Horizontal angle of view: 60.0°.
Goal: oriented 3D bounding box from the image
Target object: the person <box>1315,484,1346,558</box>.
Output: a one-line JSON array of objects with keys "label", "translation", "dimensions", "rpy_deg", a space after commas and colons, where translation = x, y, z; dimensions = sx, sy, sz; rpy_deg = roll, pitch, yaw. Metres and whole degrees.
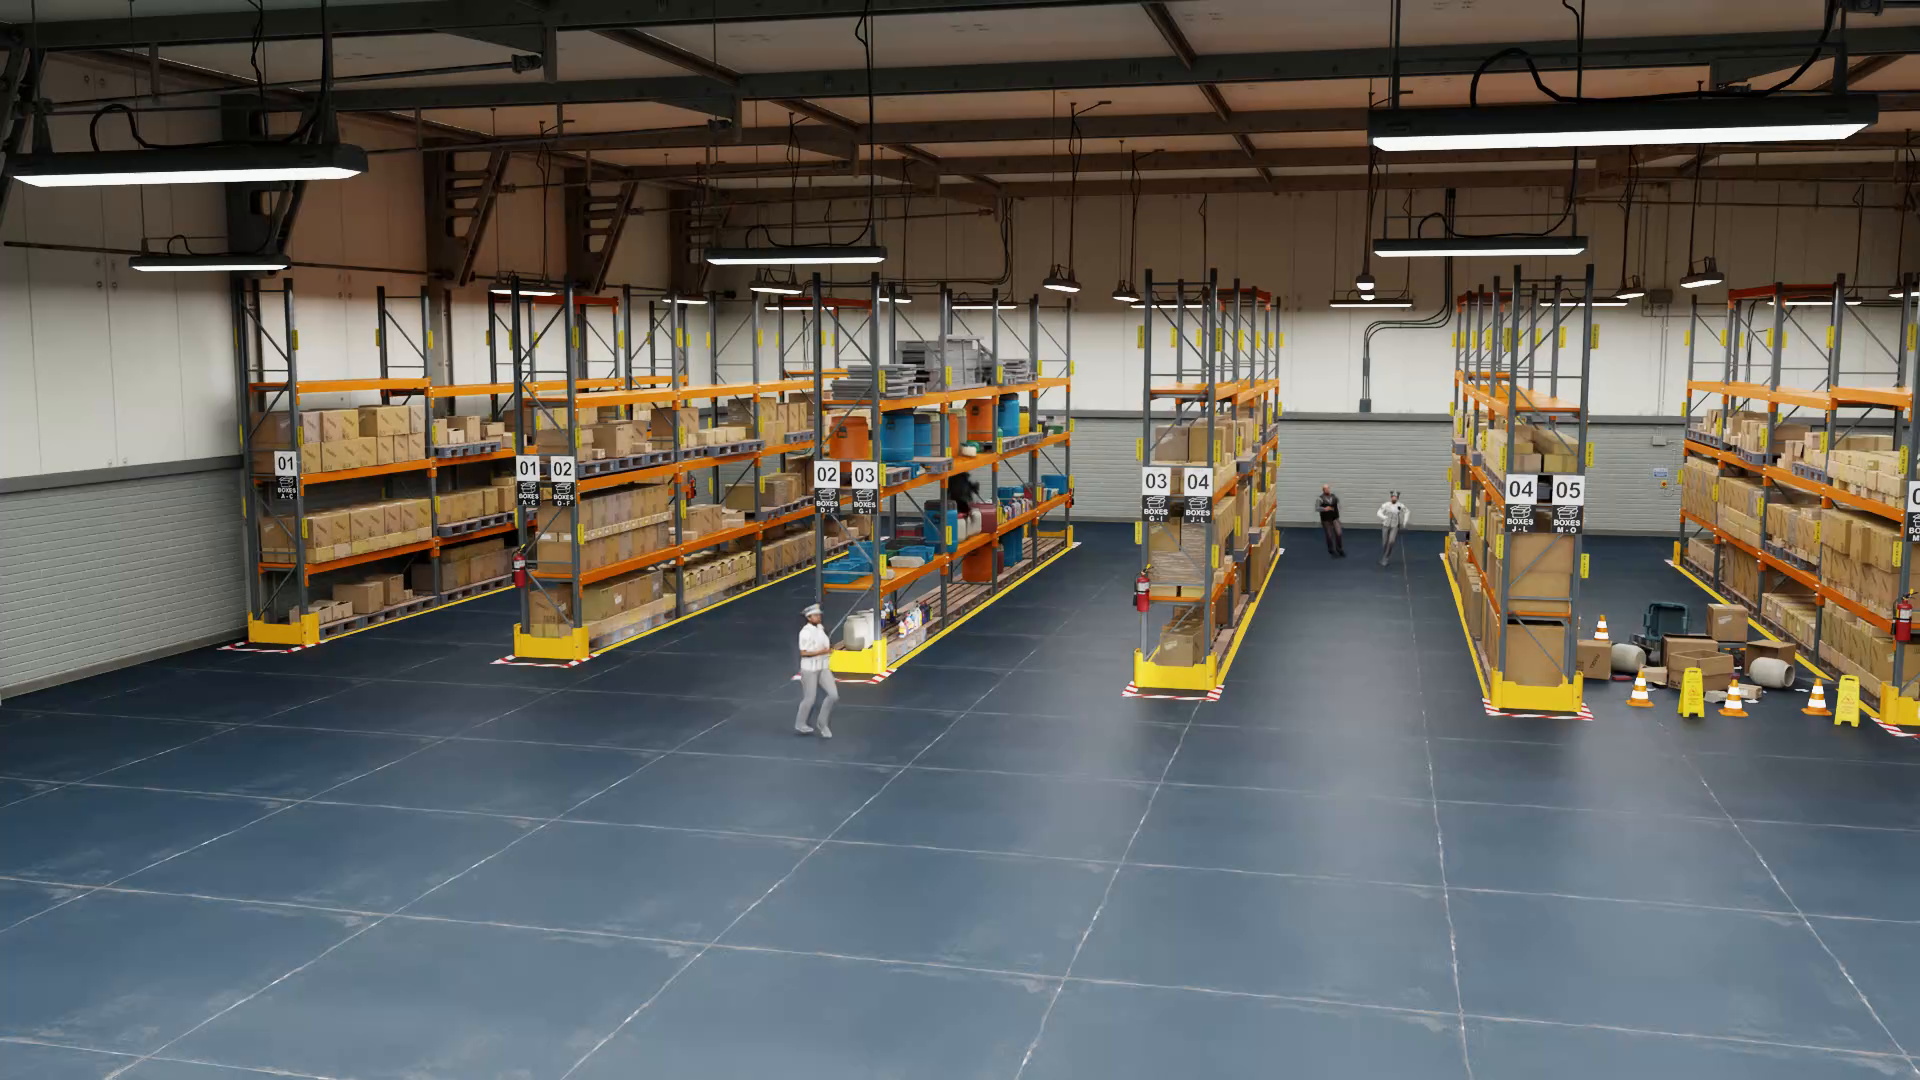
[{"label": "person", "translation": [8.577, -0.450, 38.594], "dimensions": [0.736, 1.713, 0.682], "rpy_deg": [0, 7, 0]}]

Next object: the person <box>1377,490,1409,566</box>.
[{"label": "person", "translation": [9.664, -0.268, 37.174], "dimensions": [0.665, 1.709, 0.708], "rpy_deg": [3, 7, 22]}]

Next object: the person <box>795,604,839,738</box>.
[{"label": "person", "translation": [-1.802, 1.662, 20.987], "dimensions": [0.681, 1.742, 0.553], "rpy_deg": [6, 9, 39]}]
